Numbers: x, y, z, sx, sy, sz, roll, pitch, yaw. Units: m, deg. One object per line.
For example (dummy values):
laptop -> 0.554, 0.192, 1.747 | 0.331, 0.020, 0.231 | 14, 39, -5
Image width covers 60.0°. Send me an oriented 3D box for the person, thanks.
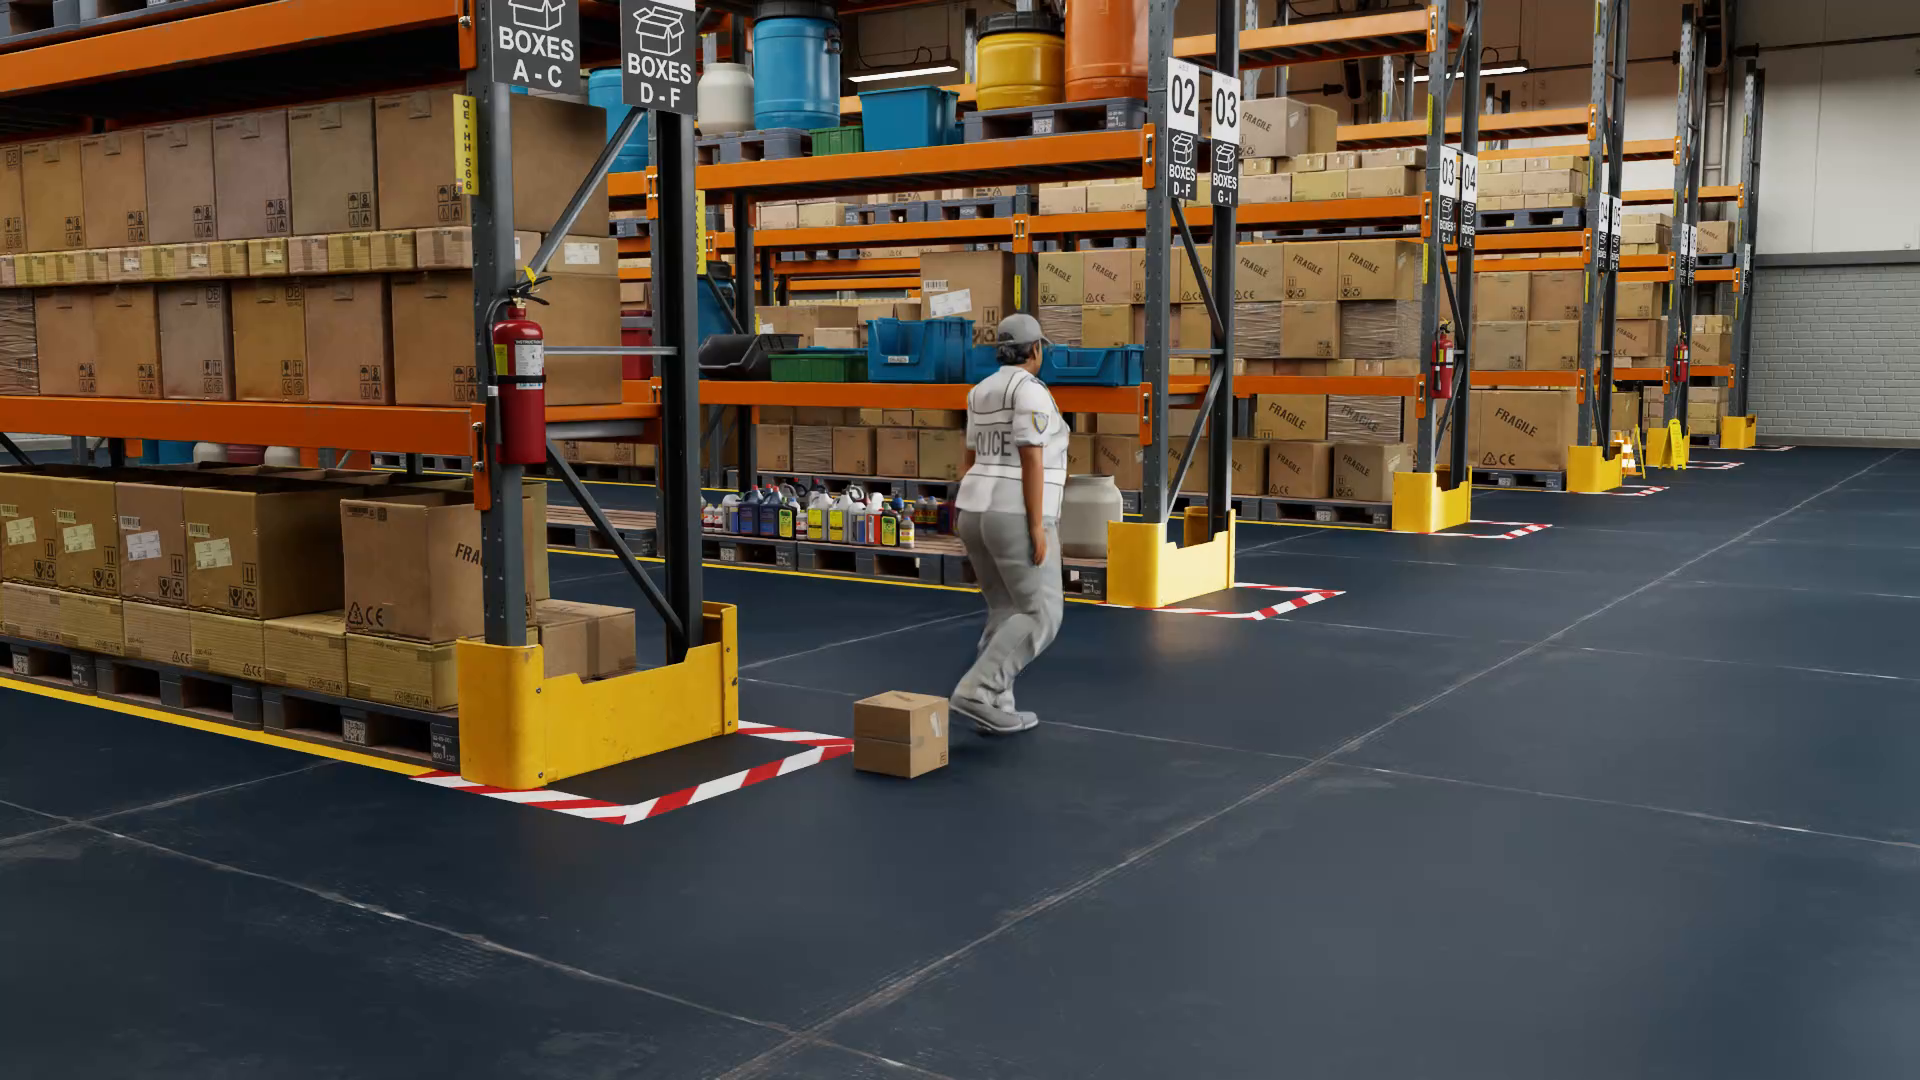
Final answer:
person -> 0.161, -0.052, 6.468 | 0.588, 1.652, 0.554 | -4, 7, -30
